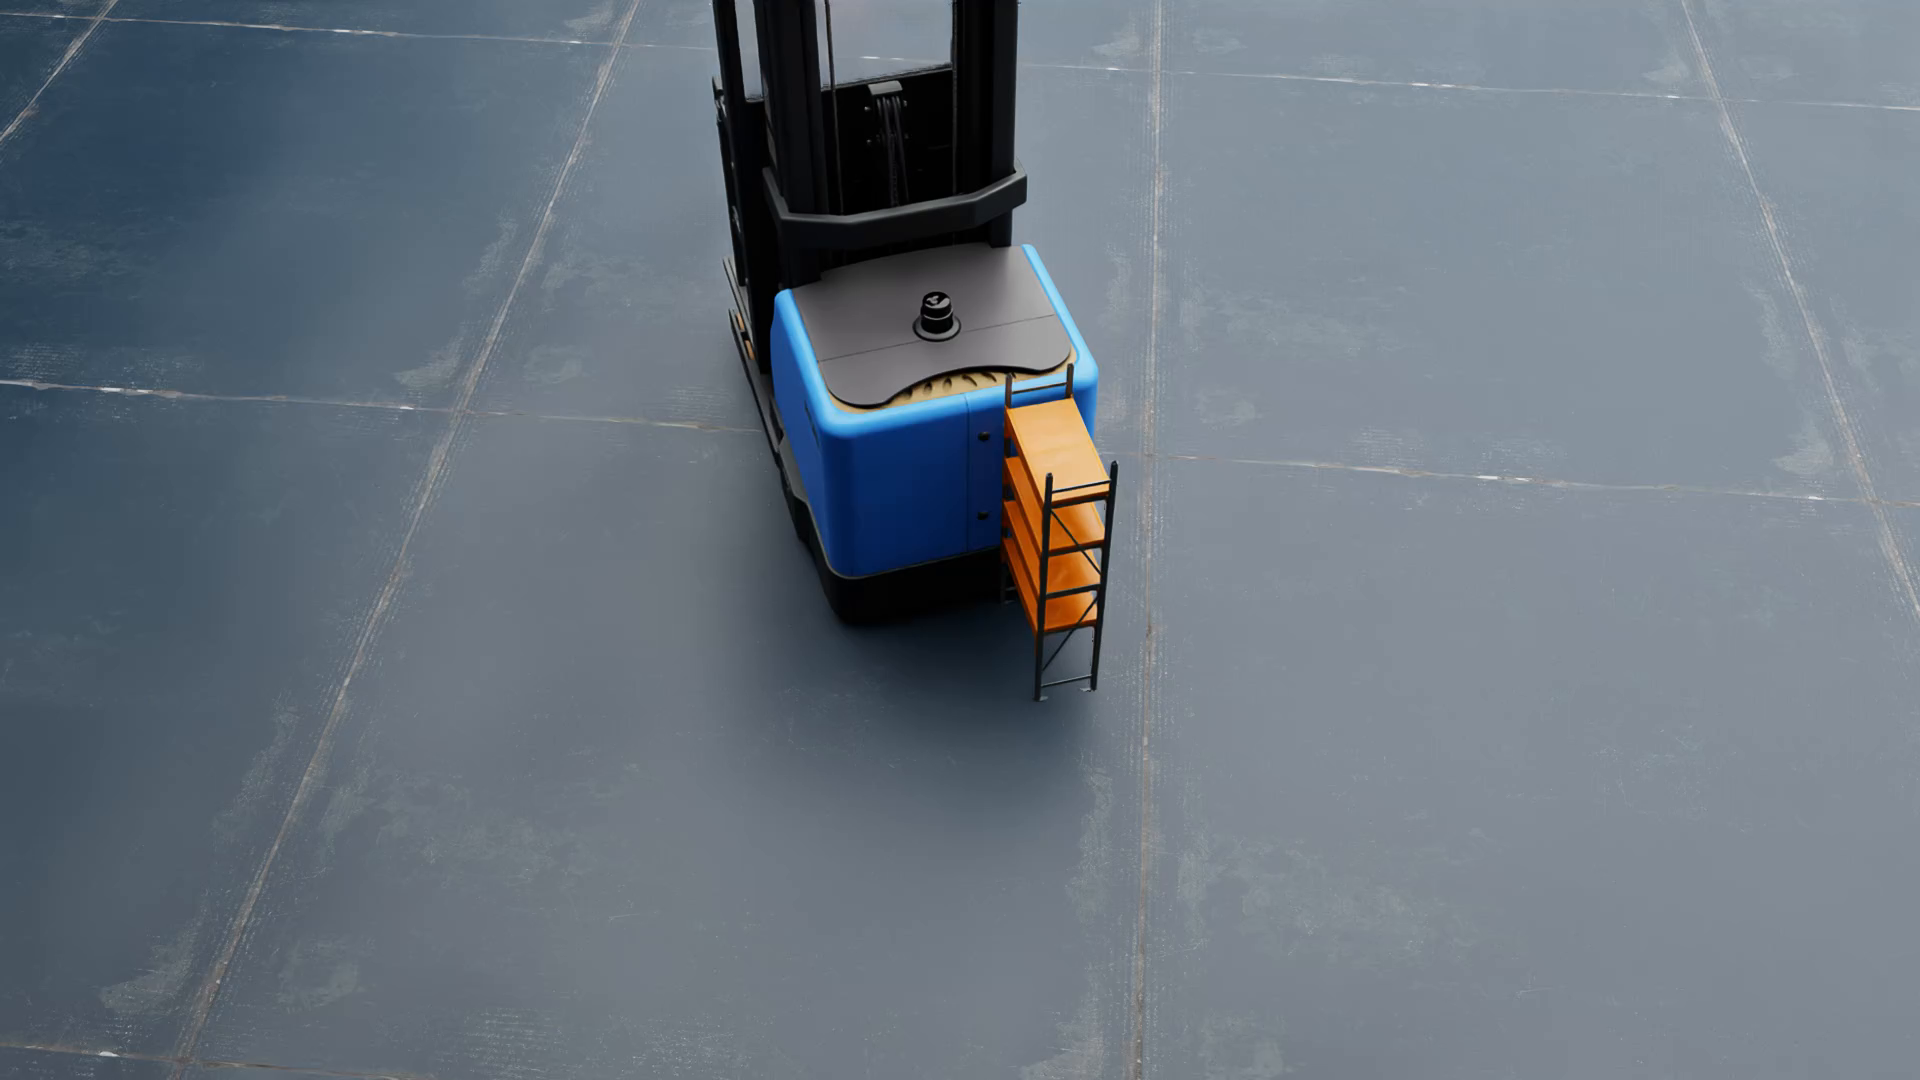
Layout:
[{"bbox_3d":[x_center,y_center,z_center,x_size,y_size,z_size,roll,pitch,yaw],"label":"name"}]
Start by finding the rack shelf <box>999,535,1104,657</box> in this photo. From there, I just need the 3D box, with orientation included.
[{"bbox_3d":[0.332,0.180,6.132,0.258,0.148,0.480,-11,48,-10],"label":"rack shelf"}]

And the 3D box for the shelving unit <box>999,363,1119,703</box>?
[{"bbox_3d":[0.332,0.001,5.936,0.258,1.200,0.503,-11,48,-10],"label":"shelving unit"}]

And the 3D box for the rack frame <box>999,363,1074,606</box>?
[{"bbox_3d":[0.271,-0.174,6.096,0.240,1.200,0.015,-11,48,-10],"label":"rack frame"}]

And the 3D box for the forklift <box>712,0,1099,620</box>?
[{"bbox_3d":[-0.405,-1.795,6.406,1.130,2.935,3.031,-13,49,-11],"label":"forklift"}]

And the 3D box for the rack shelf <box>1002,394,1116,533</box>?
[{"bbox_3d":[0.332,-0.264,5.646,0.258,0.148,0.480,-11,48,-10],"label":"rack shelf"}]

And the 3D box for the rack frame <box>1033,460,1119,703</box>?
[{"bbox_3d":[0.392,0.175,5.776,0.240,1.200,0.015,-11,48,-10],"label":"rack frame"}]

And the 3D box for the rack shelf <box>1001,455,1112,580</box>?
[{"bbox_3d":[0.332,-0.105,5.821,0.258,0.148,0.480,-11,48,-10],"label":"rack shelf"}]

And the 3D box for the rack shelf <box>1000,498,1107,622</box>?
[{"bbox_3d":[0.332,0.046,5.986,0.258,0.148,0.480,-11,48,-10],"label":"rack shelf"}]
